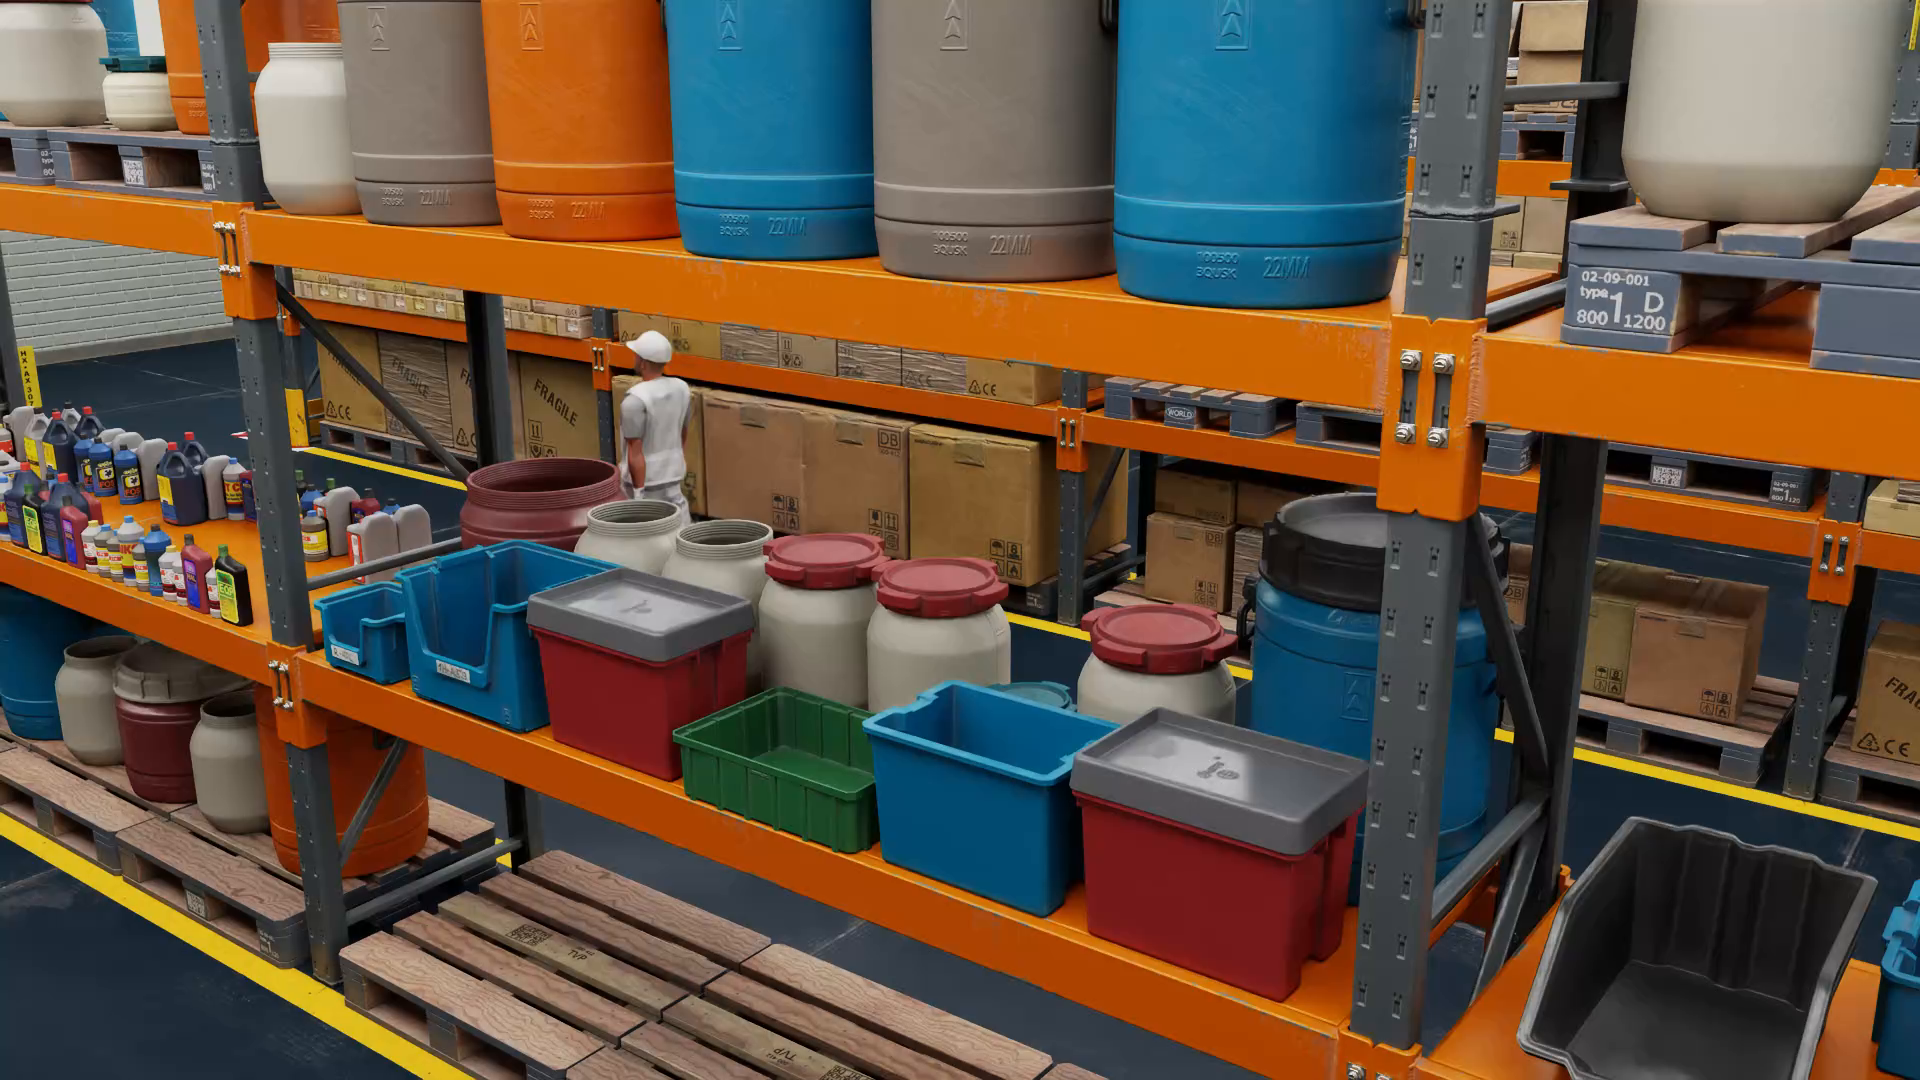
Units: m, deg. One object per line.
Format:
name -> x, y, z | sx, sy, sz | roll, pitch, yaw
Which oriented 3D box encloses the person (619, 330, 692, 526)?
person -> -1.774, -0.352, 9.685 | 0.965, 1.752, 0.533 | 14, 21, 39
